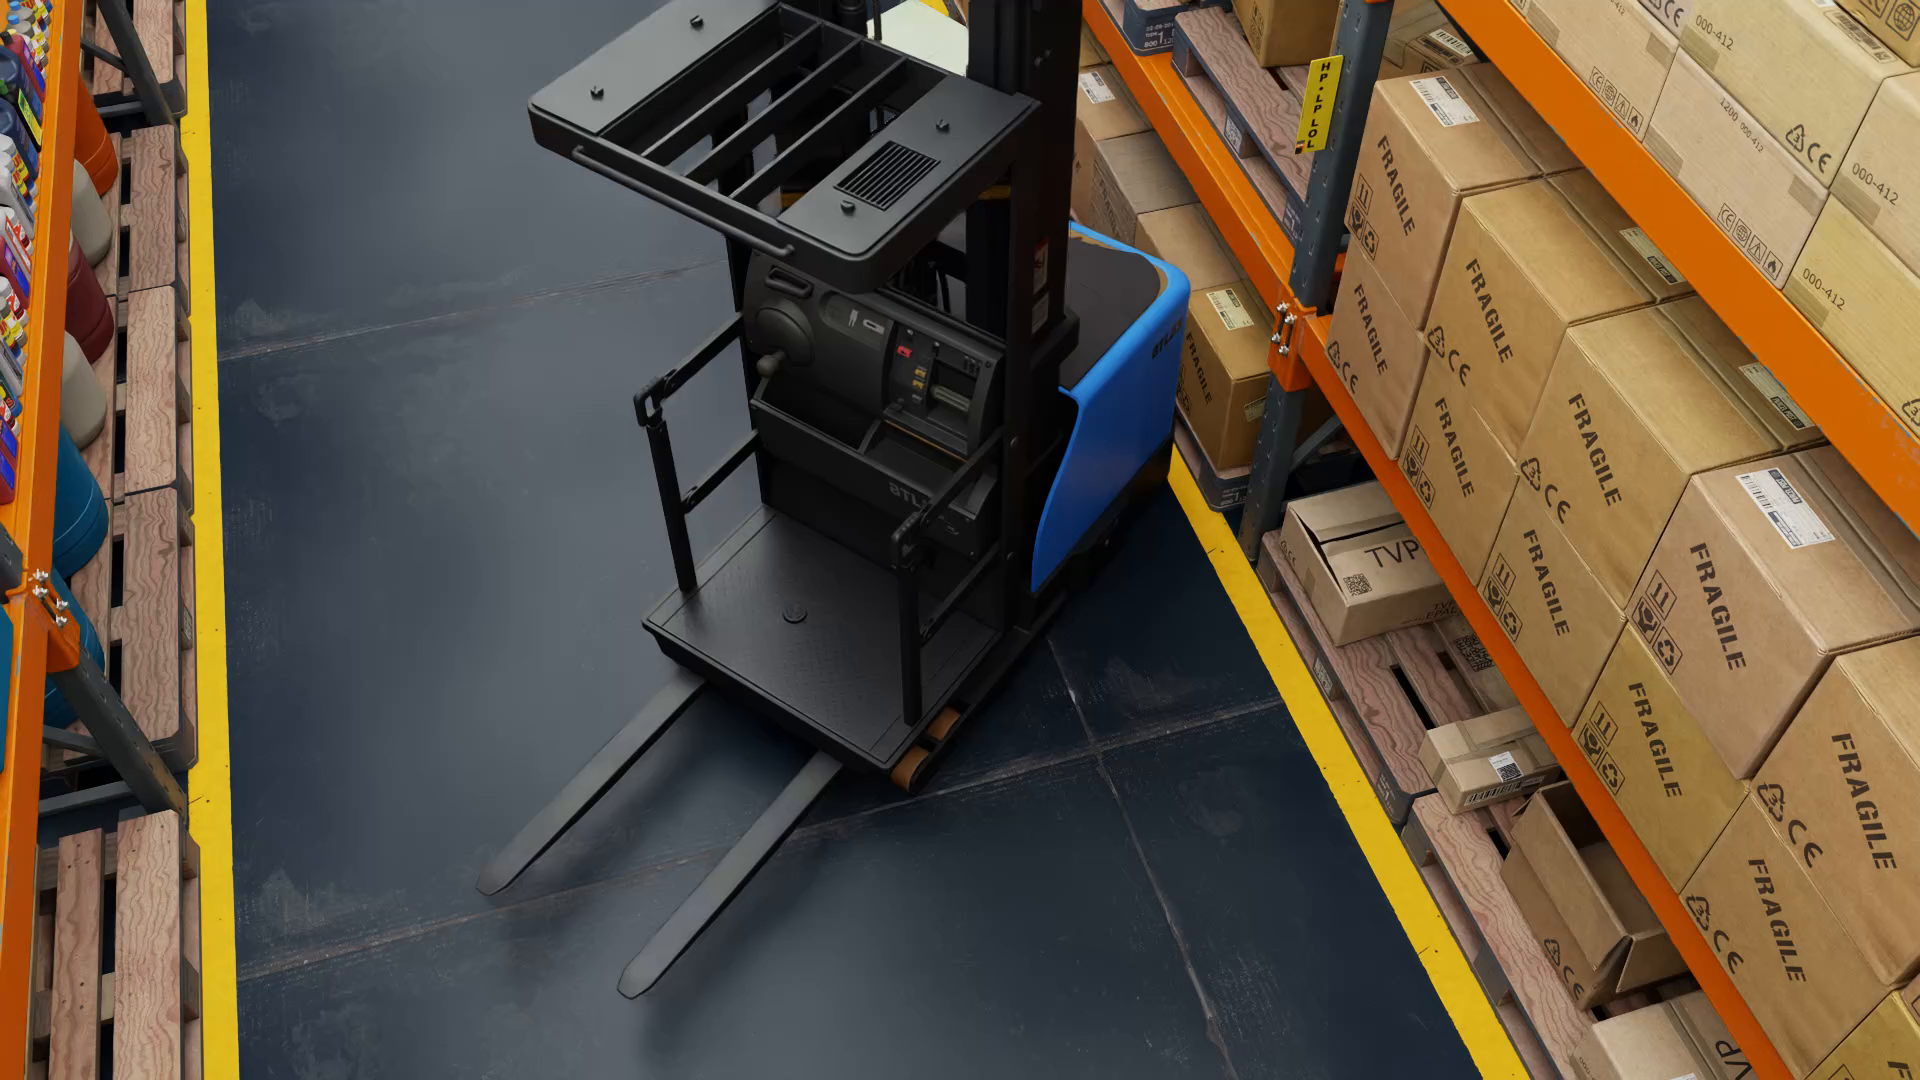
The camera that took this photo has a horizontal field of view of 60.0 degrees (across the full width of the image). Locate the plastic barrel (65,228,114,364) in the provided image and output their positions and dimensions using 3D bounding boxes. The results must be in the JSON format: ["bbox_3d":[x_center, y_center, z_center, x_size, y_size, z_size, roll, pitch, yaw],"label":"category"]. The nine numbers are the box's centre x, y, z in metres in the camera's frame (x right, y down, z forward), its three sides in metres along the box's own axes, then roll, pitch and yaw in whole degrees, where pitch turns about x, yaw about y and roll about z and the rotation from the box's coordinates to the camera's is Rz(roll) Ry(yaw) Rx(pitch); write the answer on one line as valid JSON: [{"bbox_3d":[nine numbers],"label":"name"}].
[{"bbox_3d":[-3.837,-1.018,6.738,0.600,0.588,0.708,-13,51,-11],"label":"plastic barrel"}]

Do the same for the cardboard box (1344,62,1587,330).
[{"bbox_3d":[1.455,-0.980,4.685,0.500,0.500,0.500,-12,51,-10],"label":"cardboard box"}]

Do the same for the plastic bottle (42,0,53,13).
[{"bbox_3d":[-3.662,-2.198,6.515,0.097,0.271,0.097,0,50,0],"label":"plastic bottle"}]

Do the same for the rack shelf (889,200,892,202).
[{"bbox_3d":[-0.089,-1.322,7.100,0.431,0.370,0.720,-37,59,-27],"label":"rack shelf"}]

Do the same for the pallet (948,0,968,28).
[{"bbox_3d":[0.586,-2.502,8.511,1.003,0.211,1.213,-13,51,-11],"label":"pallet"}]

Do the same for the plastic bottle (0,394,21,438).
[{"bbox_3d":[-2.941,-0.394,5.040,0.097,0.201,0.097,0,50,0],"label":"plastic bottle"}]

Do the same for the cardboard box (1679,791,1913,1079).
[{"bbox_3d":[2.076,0.846,3.799,0.500,0.500,0.500,-13,51,-11],"label":"cardboard box"}]

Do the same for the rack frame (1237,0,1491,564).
[{"bbox_3d":[1.584,-1.033,5.449,1.000,3.000,0.127,-13,51,-11],"label":"rack frame"}]

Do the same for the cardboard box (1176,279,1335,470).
[{"bbox_3d":[1.165,-0.665,6.486,0.500,0.500,0.500,-14,51,-11],"label":"cardboard box"}]

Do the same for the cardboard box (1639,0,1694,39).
[{"bbox_3d":[1.640,-1.337,3.514,0.500,0.250,0.500,-13,51,-11],"label":"cardboard box"}]

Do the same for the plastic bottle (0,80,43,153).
[{"bbox_3d":[-3.372,-1.534,5.947,0.061,0.283,0.133,-13,51,-11],"label":"plastic bottle"}]

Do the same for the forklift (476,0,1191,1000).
[{"bbox_3d":[-0.411,-0.495,5.040,1.130,2.935,3.031,28,55,22],"label":"forklift"}]

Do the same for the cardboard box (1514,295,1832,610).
[{"bbox_3d":[1.759,-0.228,4.051,0.500,0.500,0.500,-15,51,-12],"label":"cardboard box"}]

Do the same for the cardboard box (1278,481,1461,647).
[{"bbox_3d":[1.502,0.047,6.009,0.500,0.311,0.500,-13,51,-11],"label":"cardboard box"}]

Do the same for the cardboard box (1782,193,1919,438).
[{"bbox_3d":[1.933,-0.445,3.089,0.500,0.250,0.500,-13,51,-11],"label":"cardboard box"}]

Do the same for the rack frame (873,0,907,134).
[{"bbox_3d":[-0.346,-1.731,7.018,0.400,1.500,0.023,-37,59,-27],"label":"rack frame"}]

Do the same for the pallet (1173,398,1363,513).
[{"bbox_3d":[1.308,-0.720,7.009,1.003,0.211,1.213,-13,51,-11],"label":"pallet"}]

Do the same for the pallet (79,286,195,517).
[{"bbox_3d":[-3.701,-0.483,6.809,1.003,0.211,1.213,-13,51,-11],"label":"pallet"}]

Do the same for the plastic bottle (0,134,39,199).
[{"bbox_3d":[-3.301,-1.307,5.763,0.097,0.271,0.097,0,50,0],"label":"plastic bottle"}]

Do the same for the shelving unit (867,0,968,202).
[{"bbox_3d":[-0.089,-1.532,6.850,0.431,1.500,0.755,-37,59,-27],"label":"shelving unit"}]

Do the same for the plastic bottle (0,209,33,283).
[{"bbox_3d":[-3.195,-0.977,5.482,0.152,0.276,0.135,-13,51,-11],"label":"plastic bottle"}]

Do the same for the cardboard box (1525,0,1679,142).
[{"bbox_3d":[1.636,-1.175,3.704,0.500,0.250,0.500,-13,51,-11],"label":"cardboard box"}]

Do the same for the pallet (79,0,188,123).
[{"bbox_3d":[-4.524,-2.514,8.521,1.003,0.211,1.213,-13,51,-11],"label":"pallet"}]

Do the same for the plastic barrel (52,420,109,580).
[{"bbox_3d":[-3.503,-0.294,5.923,0.600,0.901,0.708,-13,51,-11],"label":"plastic barrel"}]

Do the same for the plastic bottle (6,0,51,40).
[{"bbox_3d":[-3.604,-2.056,6.395,0.097,0.271,0.097,0,50,0],"label":"plastic bottle"}]

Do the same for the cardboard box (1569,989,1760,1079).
[{"bbox_3d":[2.119,1.590,4.748,0.500,0.250,0.500,-13,51,-11],"label":"cardboard box"}]

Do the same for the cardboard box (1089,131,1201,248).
[{"bbox_3d":[0.879,-1.394,7.101,0.500,0.500,0.500,-13,51,-11],"label":"cardboard box"}]

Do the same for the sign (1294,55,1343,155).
[{"bbox_3d":[1.055,-1.279,4.898,0.100,0.325,0.005,-13,51,-11],"label":"sign"}]

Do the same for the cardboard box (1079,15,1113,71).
[{"bbox_3d":[0.567,-2.145,7.734,0.500,0.500,0.500,-14,51,-11],"label":"cardboard box"}]

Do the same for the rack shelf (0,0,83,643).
[{"bbox_3d":[-3.740,-1.145,6.014,1.077,0.370,4.000,-13,51,-11],"label":"rack shelf"}]

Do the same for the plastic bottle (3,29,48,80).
[{"bbox_3d":[-3.518,-1.820,6.242,0.097,0.201,0.097,0,50,0],"label":"plastic bottle"}]

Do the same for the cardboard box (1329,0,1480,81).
[{"bbox_3d":[1.658,-1.598,5.585,0.700,0.500,0.500,-30,56,-23],"label":"cardboard box"}]

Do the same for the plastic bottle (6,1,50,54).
[{"bbox_3d":[-3.575,-1.962,6.362,0.097,0.201,0.097,0,50,0],"label":"plastic bottle"}]

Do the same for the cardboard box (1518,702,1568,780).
[{"bbox_3d":[2.246,0.591,5.550,0.500,0.311,0.500,-13,51,-11],"label":"cardboard box"}]

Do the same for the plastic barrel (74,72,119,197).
[{"bbox_3d":[-4.171,-1.920,7.341,0.600,0.830,0.708,-13,51,-11],"label":"plastic barrel"}]

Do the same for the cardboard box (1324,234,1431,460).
[{"bbox_3d":[1.475,-0.632,5.045,0.500,0.500,0.500,-12,51,-10],"label":"cardboard box"}]

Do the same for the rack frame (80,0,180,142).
[{"bbox_3d":[-4.331,-2.838,6.970,1.000,3.000,0.127,-13,51,-11],"label":"rack frame"}]

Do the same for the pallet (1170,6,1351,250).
[{"bbox_3d":[1.452,-1.580,6.035,1.003,0.211,1.213,-13,51,-11],"label":"pallet"}]

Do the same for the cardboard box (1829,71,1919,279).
[{"bbox_3d":[1.925,-0.604,2.896,0.500,0.250,0.500,-13,51,-11],"label":"cardboard box"}]

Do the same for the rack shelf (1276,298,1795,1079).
[{"bbox_3d":[2.176,0.659,4.493,1.077,0.370,4.000,-13,51,-11],"label":"rack shelf"}]

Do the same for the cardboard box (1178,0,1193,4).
[{"bbox_3d":[1.003,-2.477,6.326,0.700,0.500,0.500,-25,54,-20],"label":"cardboard box"}]

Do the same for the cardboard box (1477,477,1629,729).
[{"bbox_3d":[1.775,0.107,4.422,0.500,0.500,0.500,-14,51,-11],"label":"cardboard box"}]

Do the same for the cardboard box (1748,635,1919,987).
[{"bbox_3d":[2.065,0.524,3.416,0.500,0.500,0.500,-12,51,-10],"label":"cardboard box"}]

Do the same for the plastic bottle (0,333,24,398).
[{"bbox_3d":[-3.030,-0.568,5.138,0.152,0.276,0.135,-13,51,-11],"label":"plastic bottle"}]

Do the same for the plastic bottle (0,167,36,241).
[{"bbox_3d":[-3.264,-1.146,5.625,0.152,0.276,0.135,-13,51,-11],"label":"plastic bottle"}]

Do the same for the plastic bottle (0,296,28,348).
[{"bbox_3d":[-3.067,-0.706,5.303,0.097,0.201,0.097,0,50,0],"label":"plastic bottle"}]

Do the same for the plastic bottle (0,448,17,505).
[{"bbox_3d":[-2.849,-0.243,4.859,0.061,0.283,0.133,-13,51,-11],"label":"plastic bottle"}]

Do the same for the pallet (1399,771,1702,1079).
[{"bbox_3d":[2.151,1.260,5.340,1.003,0.211,1.213,-13,51,-11],"label":"pallet"}]
